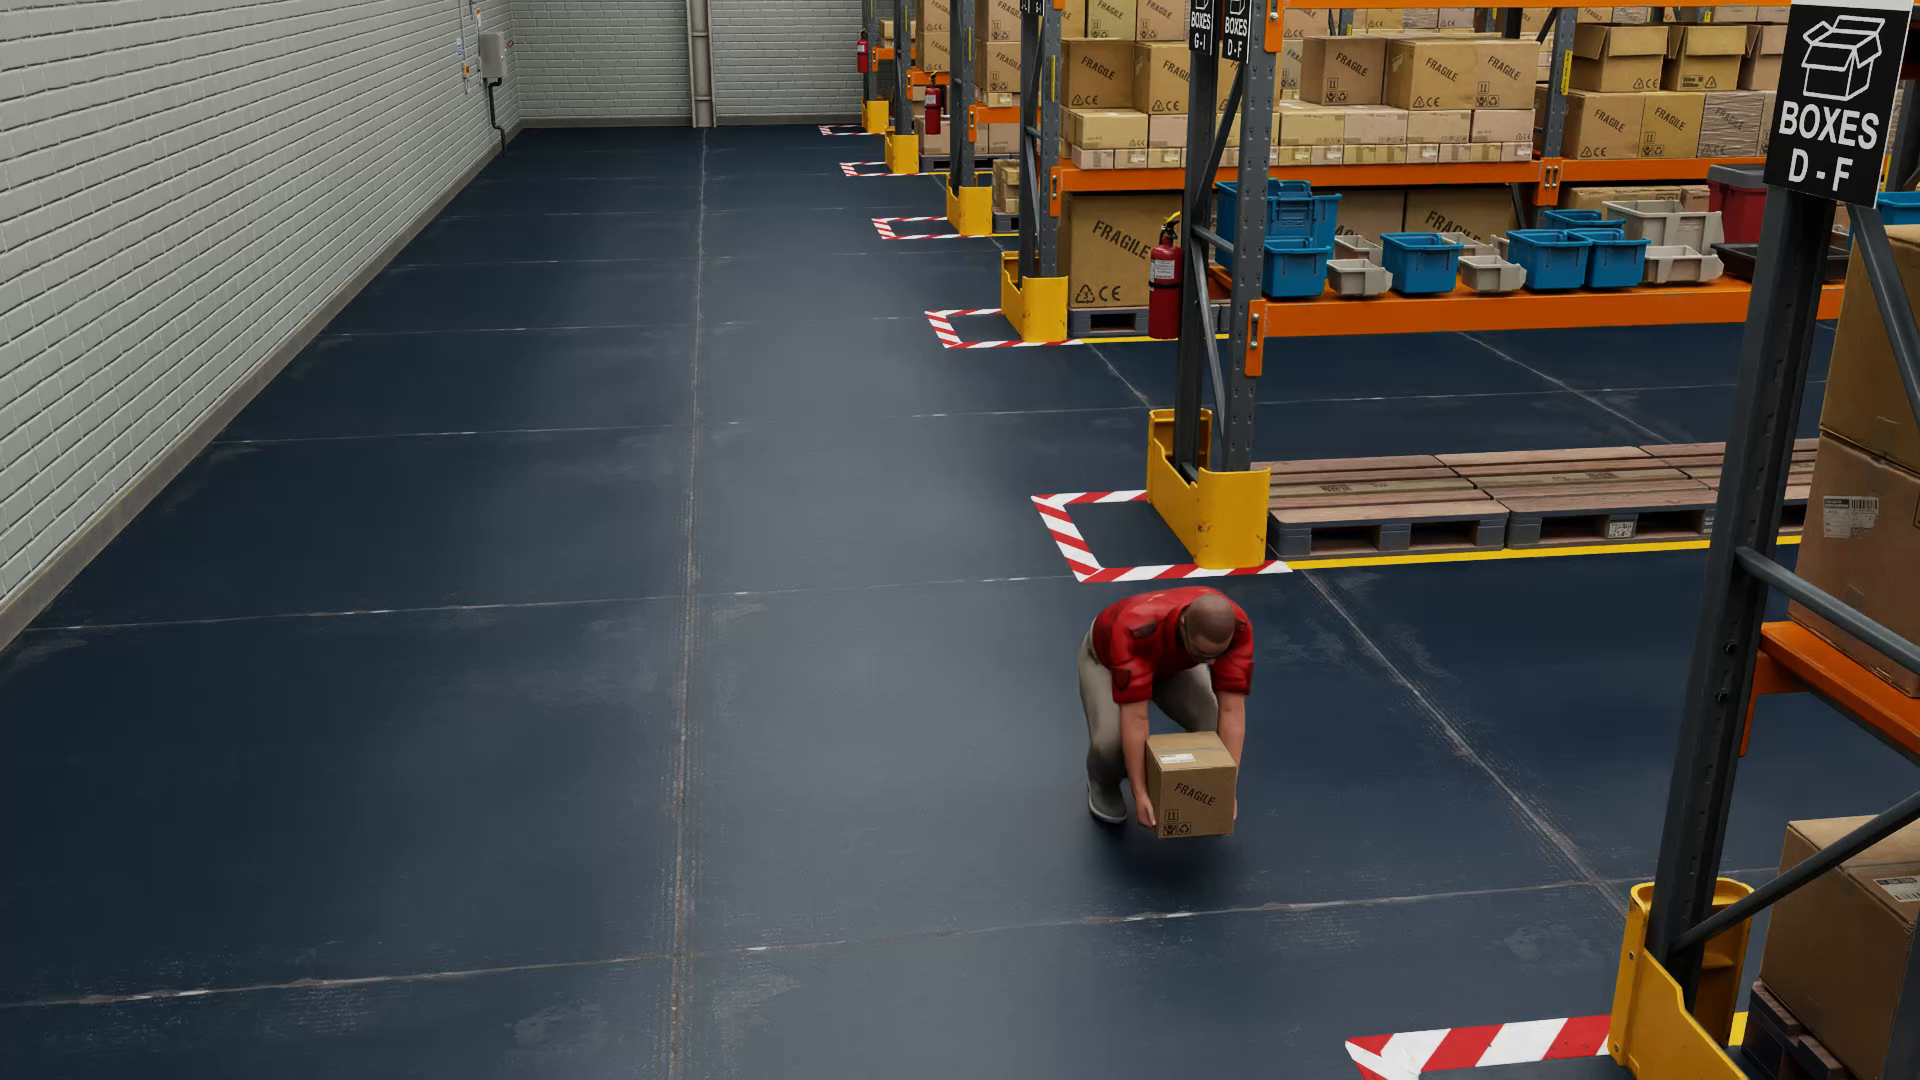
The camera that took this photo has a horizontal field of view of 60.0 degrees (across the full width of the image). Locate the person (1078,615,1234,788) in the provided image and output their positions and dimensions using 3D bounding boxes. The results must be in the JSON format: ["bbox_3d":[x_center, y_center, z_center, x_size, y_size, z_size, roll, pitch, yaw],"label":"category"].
[{"bbox_3d":[0.693,0.530,5.757,0.527,0.856,0.823,-3,20,-9],"label":"person"}]
